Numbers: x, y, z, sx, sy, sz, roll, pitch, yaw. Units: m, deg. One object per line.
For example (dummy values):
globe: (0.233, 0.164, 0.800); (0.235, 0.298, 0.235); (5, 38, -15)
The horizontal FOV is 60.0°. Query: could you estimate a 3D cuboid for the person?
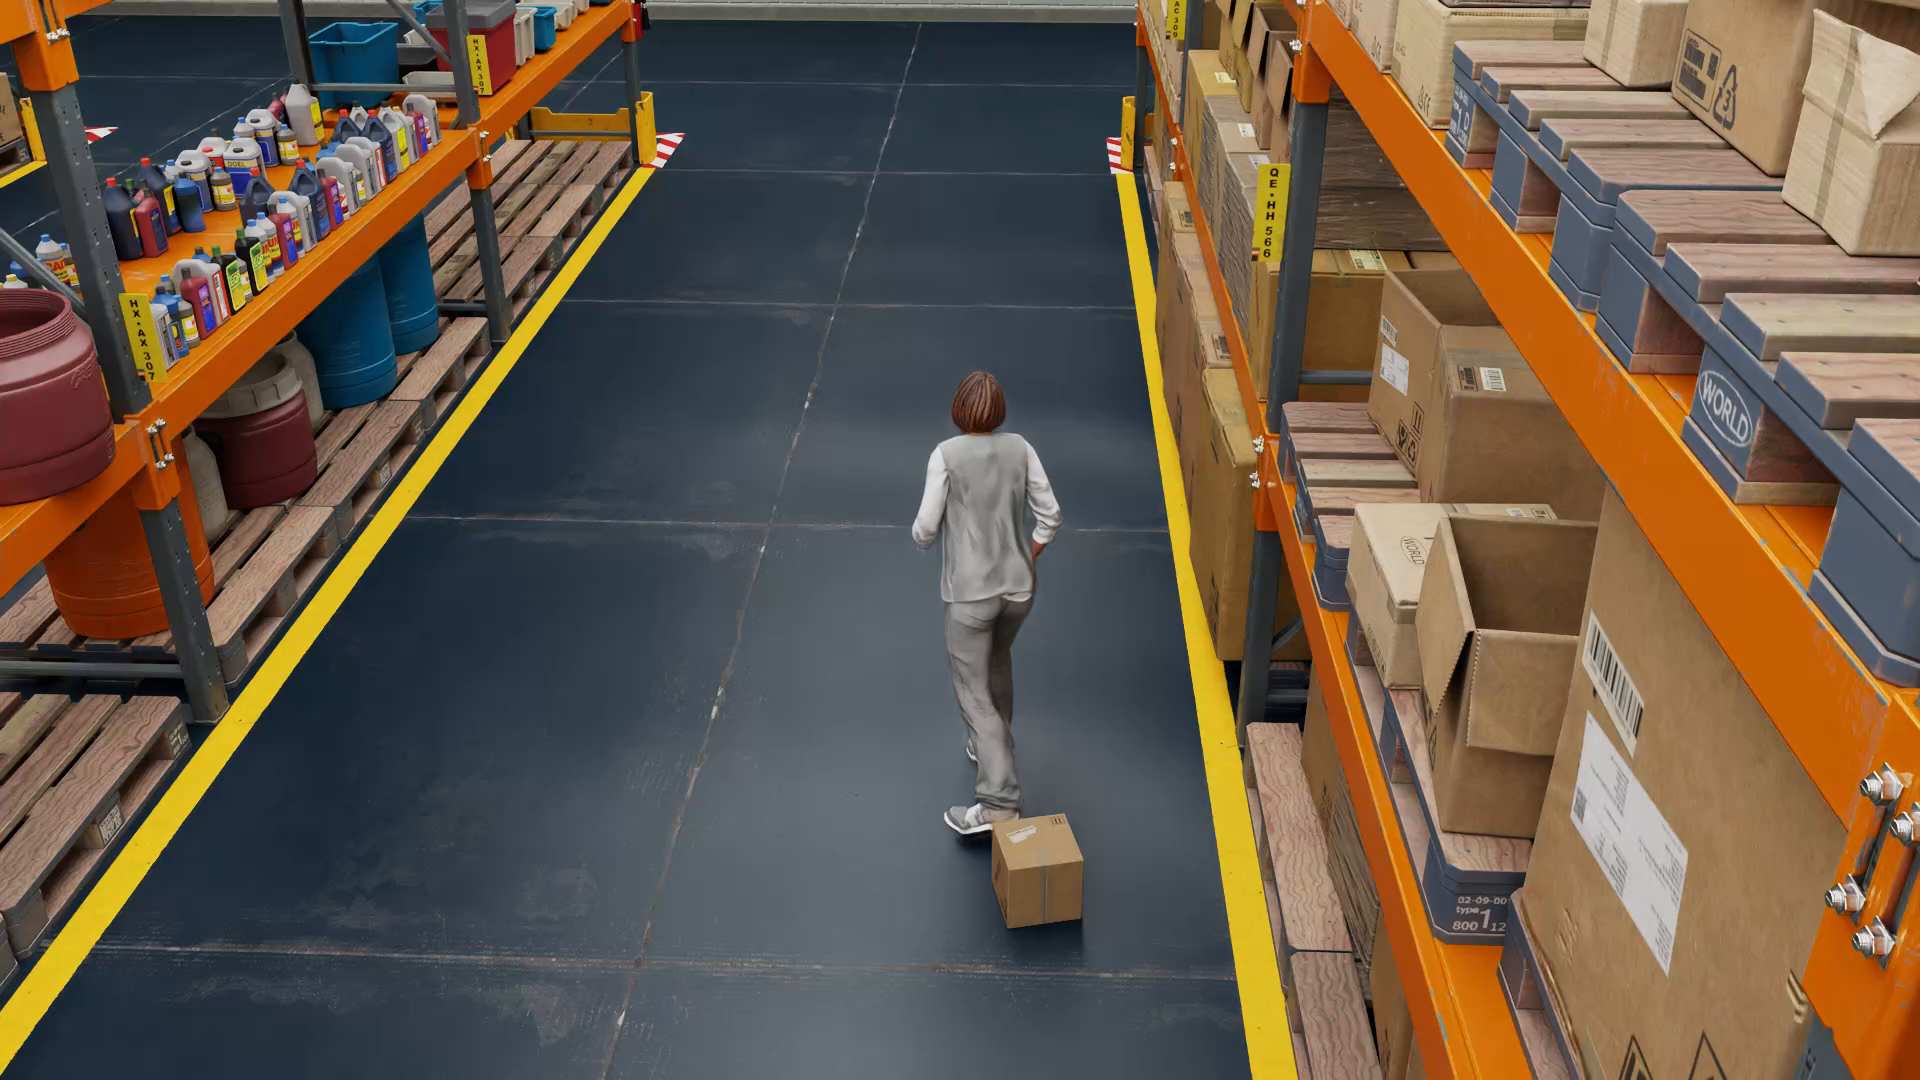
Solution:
person: (0.096, 0.222, 5.821); (0.569, 1.503, 0.794); (-14, 31, -24)
